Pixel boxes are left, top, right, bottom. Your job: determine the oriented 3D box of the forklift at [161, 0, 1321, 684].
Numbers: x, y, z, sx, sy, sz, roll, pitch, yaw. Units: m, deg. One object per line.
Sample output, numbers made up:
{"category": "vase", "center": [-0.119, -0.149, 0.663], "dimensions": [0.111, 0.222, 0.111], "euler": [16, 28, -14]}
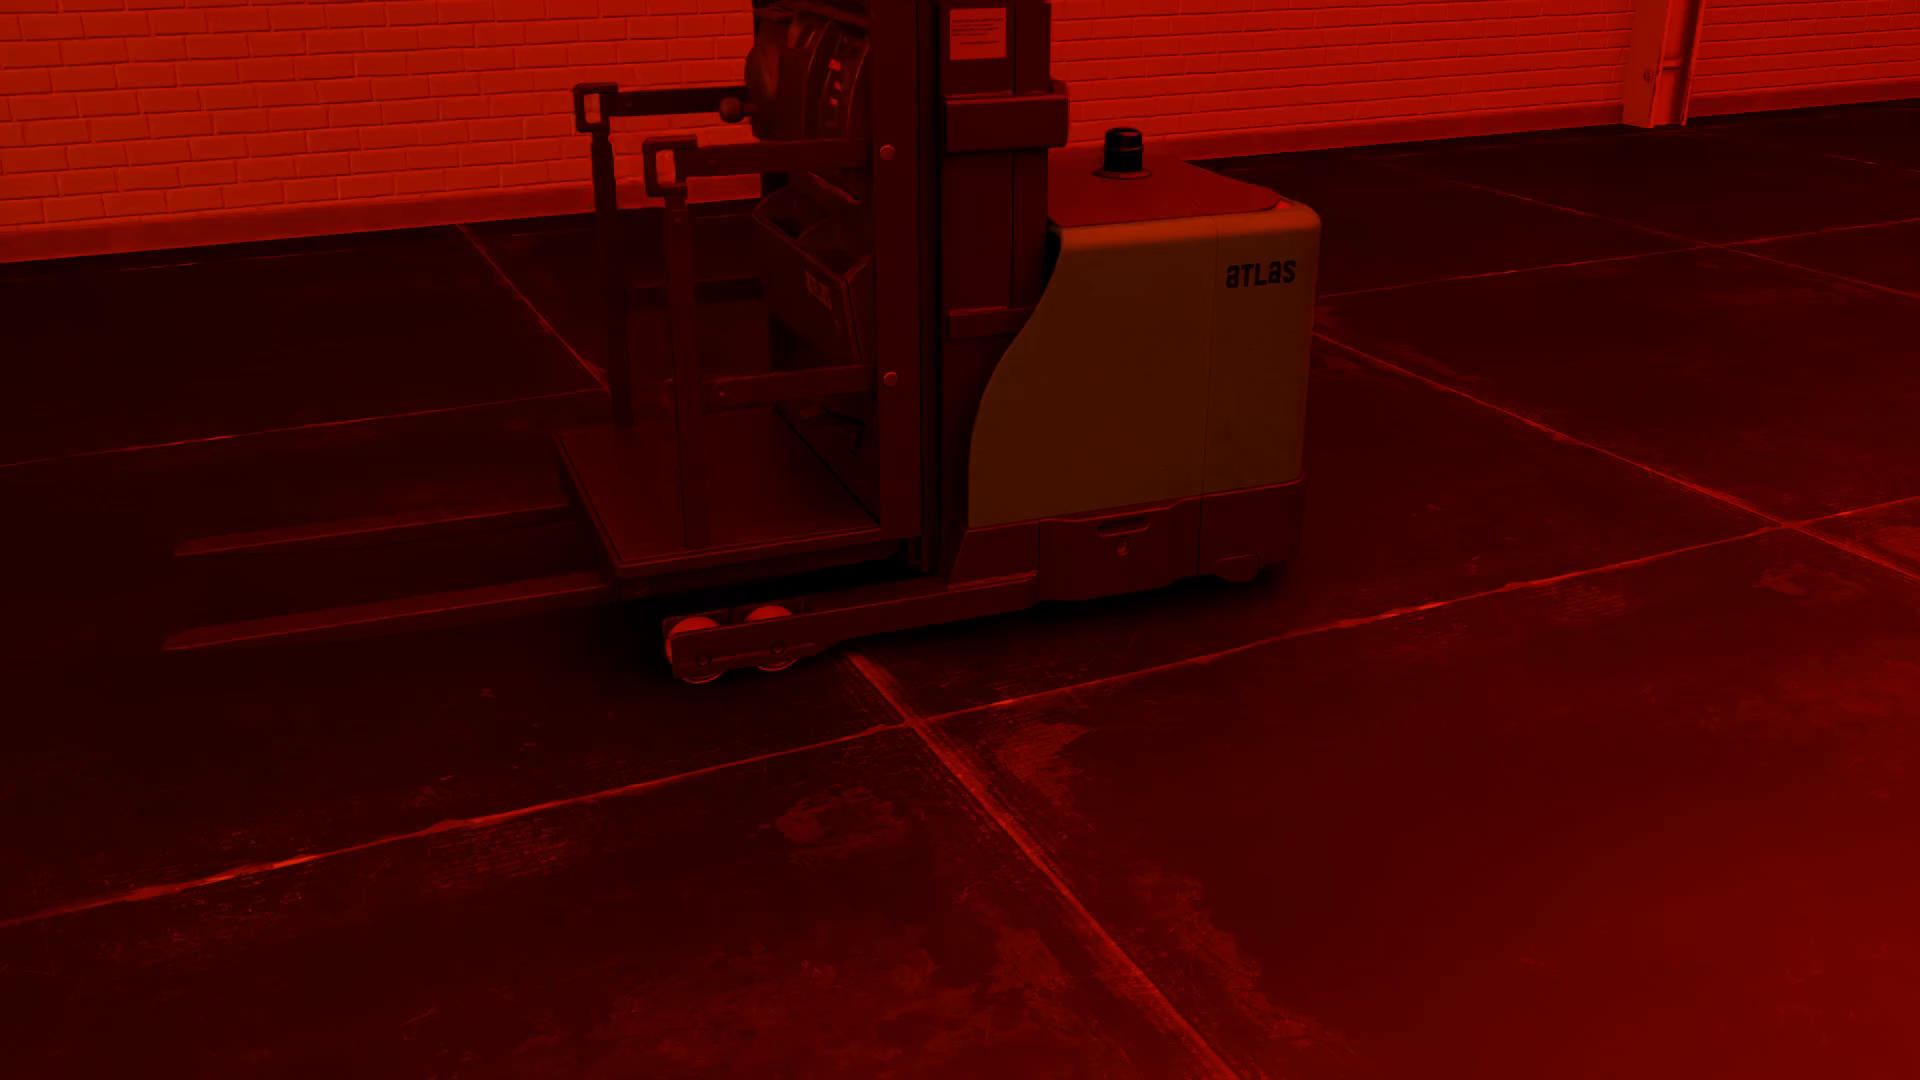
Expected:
{"category": "forklift", "center": [-0.582, -1.217, 4.216], "dimensions": [3.031, 2.935, 1.130], "euler": [-8, 24, -19]}
